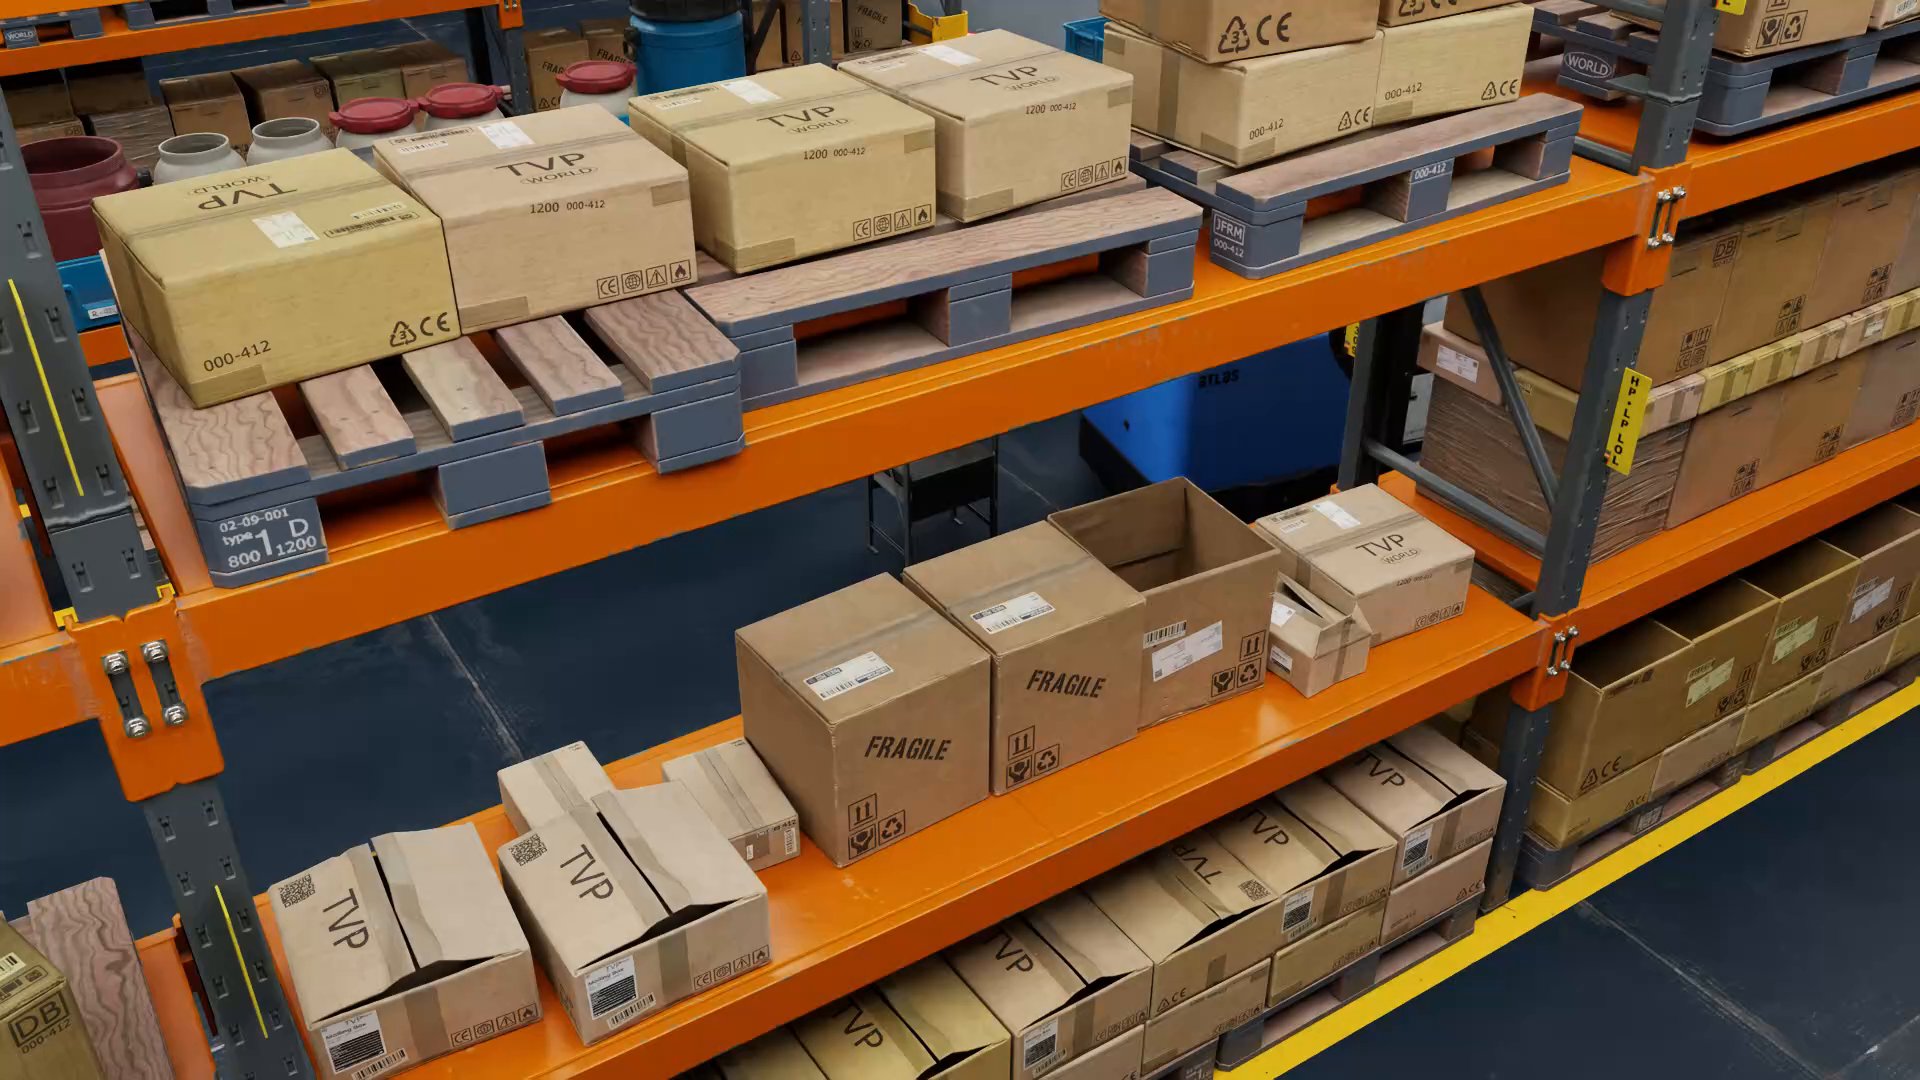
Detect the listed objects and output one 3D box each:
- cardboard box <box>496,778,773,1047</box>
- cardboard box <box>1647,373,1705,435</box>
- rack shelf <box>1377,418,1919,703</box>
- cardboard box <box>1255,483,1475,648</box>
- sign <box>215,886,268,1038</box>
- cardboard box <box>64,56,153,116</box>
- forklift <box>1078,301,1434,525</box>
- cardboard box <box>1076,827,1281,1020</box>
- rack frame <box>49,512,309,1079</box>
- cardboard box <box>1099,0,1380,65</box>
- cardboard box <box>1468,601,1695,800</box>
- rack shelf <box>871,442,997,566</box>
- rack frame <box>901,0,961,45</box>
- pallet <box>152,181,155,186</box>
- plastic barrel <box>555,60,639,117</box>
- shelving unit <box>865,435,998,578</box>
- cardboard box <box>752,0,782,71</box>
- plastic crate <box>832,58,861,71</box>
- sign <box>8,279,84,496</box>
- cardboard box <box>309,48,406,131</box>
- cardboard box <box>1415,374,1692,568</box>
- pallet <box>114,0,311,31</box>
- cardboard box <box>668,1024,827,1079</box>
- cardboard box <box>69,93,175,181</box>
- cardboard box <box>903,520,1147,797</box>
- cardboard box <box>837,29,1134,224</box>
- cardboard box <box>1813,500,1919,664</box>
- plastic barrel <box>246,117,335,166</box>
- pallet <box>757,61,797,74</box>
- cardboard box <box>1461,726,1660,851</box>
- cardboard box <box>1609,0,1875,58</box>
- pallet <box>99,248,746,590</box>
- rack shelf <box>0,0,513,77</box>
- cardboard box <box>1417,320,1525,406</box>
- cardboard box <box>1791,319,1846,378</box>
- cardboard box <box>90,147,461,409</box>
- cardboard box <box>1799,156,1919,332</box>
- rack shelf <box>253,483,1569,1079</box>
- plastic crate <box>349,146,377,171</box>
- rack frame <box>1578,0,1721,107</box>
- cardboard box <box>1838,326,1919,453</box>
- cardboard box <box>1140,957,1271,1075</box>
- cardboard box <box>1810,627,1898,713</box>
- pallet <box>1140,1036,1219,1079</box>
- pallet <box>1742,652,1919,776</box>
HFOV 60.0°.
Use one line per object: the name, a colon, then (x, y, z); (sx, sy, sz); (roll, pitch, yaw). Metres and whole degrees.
cardboard box: (-0.809, 0.884, 4.121); (0.500, 0.311, 0.500); (-19, 37, -28)
cardboard box: (2.238, -0.519, 5.559); (0.250, 0.149, 0.380); (-18, 37, -27)
rack shelf: (3.377, -0.413, 6.767); (4.000, 0.370, 1.077); (-19, 37, -27)
cardboard box: (1.306, 0.087, 5.442); (0.500, 0.250, 0.500); (-17, 36, -24)
sign: (-1.364, 0.802, 3.156); (0.005, 0.325, 0.100); (-19, 37, -27)
cardboard box: (-6.043, -3.237, 11.798); (0.500, 0.250, 0.500); (-15, 35, -22)
forklift: (2.199, -1.722, 8.233); (3.031, 2.935, 1.130); (-12, 34, -19)
cardboard box: (0.657, 1.151, 5.271); (0.500, 0.311, 0.500); (-19, 37, -27)
rack frame: (-1.666, 1.018, 3.825); (0.127, 3.000, 1.000); (-19, 37, -27)
cardboard box: (0.691, -1.503, 4.054); (0.500, 0.500, 0.500); (-15, 35, -23)
cardboard box: (2.256, 0.536, 6.070); (0.500, 0.500, 0.500); (-19, 37, -27)
rack shelf: (-0.139, -0.237, 7.995); (0.480, 0.518, 0.431); (-19, 37, -27)
rack frame: (-0.306, -5.738, 14.535); (0.127, 3.000, 1.000); (-19, 37, -27)
pallet: (-6.372, -2.472, 11.970); (1.213, 0.211, 1.003); (-19, 37, -27)
plastic barrel: (-1.907, -2.240, 8.863); (0.433, 0.535, 0.433); (0, 32, 0)
shelving unit: (-0.139, -0.840, 7.614); (0.503, 2.100, 0.431); (-19, 37, -27)
cardboard box: (-1.860, -4.325, 14.244); (0.500, 0.500, 0.500); (-15, 35, -23)
plastic crate: (-0.475, -2.429, 9.347); (0.504, 0.338, 0.767); (-19, 37, -27)
sign: (-1.373, -0.226, 2.501); (0.005, 0.325, 0.100); (-19, 37, -27)
cardboard box: (-4.607, -3.414, 12.781); (0.500, 0.500, 0.700); (-19, 37, -28)
cardboard box: (2.066, -0.312, 5.840); (0.500, 0.500, 0.700); (-20, 37, -28)
pallet: (-5.388, -3.935, 11.857); (1.213, 0.211, 1.003); (-19, 37, -27)
cardboard box: (-0.629, 1.590, 4.575); (0.500, 0.311, 0.500); (-20, 37, -28)
cardboard box: (-6.018, -2.923, 12.003); (0.500, 0.500, 0.700); (-22, 39, -31)
cardboard box: (0.178, 0.331, 4.821); (0.500, 0.500, 0.500); (-19, 37, -27)
cardboard box: (0.056, -0.996, 3.954); (0.500, 0.250, 0.500); (-22, 39, -31)
cardboard box: (3.515, 0.101, 6.759); (0.500, 0.500, 0.500); (-19, 37, -27)
plastic barrel: (-3.243, -1.767, 8.135); (0.421, 0.512, 0.421); (0, 32, 0)
pallet: (-2.096, -3.968, 14.342); (1.213, 0.211, 1.003); (-19, 37, -27)
cardboard box: (2.250, 0.848, 6.277); (0.500, 0.250, 0.500); (-19, 37, -27)
cardboard box: (2.263, -1.714, 4.726); (0.500, 0.500, 0.500); (-16, 36, -23)
pallet: (-1.144, -0.408, 3.450); (1.003, 0.211, 1.213); (-17, 36, -25)
rack shelf: (-5.349, -3.700, 11.978); (4.000, 0.370, 1.077); (-19, 37, -27)
cardboard box: (1.809, -0.630, 5.736); (0.250, 0.149, 0.380); (-19, 37, -27)
cardboard box: (2.885, -0.742, 5.913); (0.250, 0.149, 0.380); (-20, 38, -29)
cardboard box: (-1.315, -0.522, 3.201); (0.500, 0.250, 0.500); (-22, 38, -31)
cardboard box: (2.911, -1.152, 5.955); (0.500, 0.500, 0.700); (-19, 37, -27)
rack shelf: (0.015, 0.744, 4.934); (4.000, 0.370, 1.077); (-19, 37, -27)
plastic crate: (-2.822, -1.562, 7.854); (0.583, 0.464, 0.402); (-19, 37, -27)
rack frame: (1.696, -2.676, 4.058); (0.127, 3.000, 1.000); (-19, 37, -27)
cardboard box: (3.359, -0.759, 6.549); (0.500, 0.500, 0.700); (-18, 36, -26)
cardboard box: (0.649, 1.390, 5.419); (0.500, 0.250, 0.500); (-18, 36, -26)
cardboard box: (3.514, 0.417, 6.961); (0.500, 0.250, 0.500); (-19, 37, -27)
pallet: (0.072, 1.626, 5.475); (1.213, 0.211, 1.003); (-19, 37, -27)
pallet: (3.414, 0.475, 7.300); (1.213, 0.211, 1.003); (-19, 37, -27)
